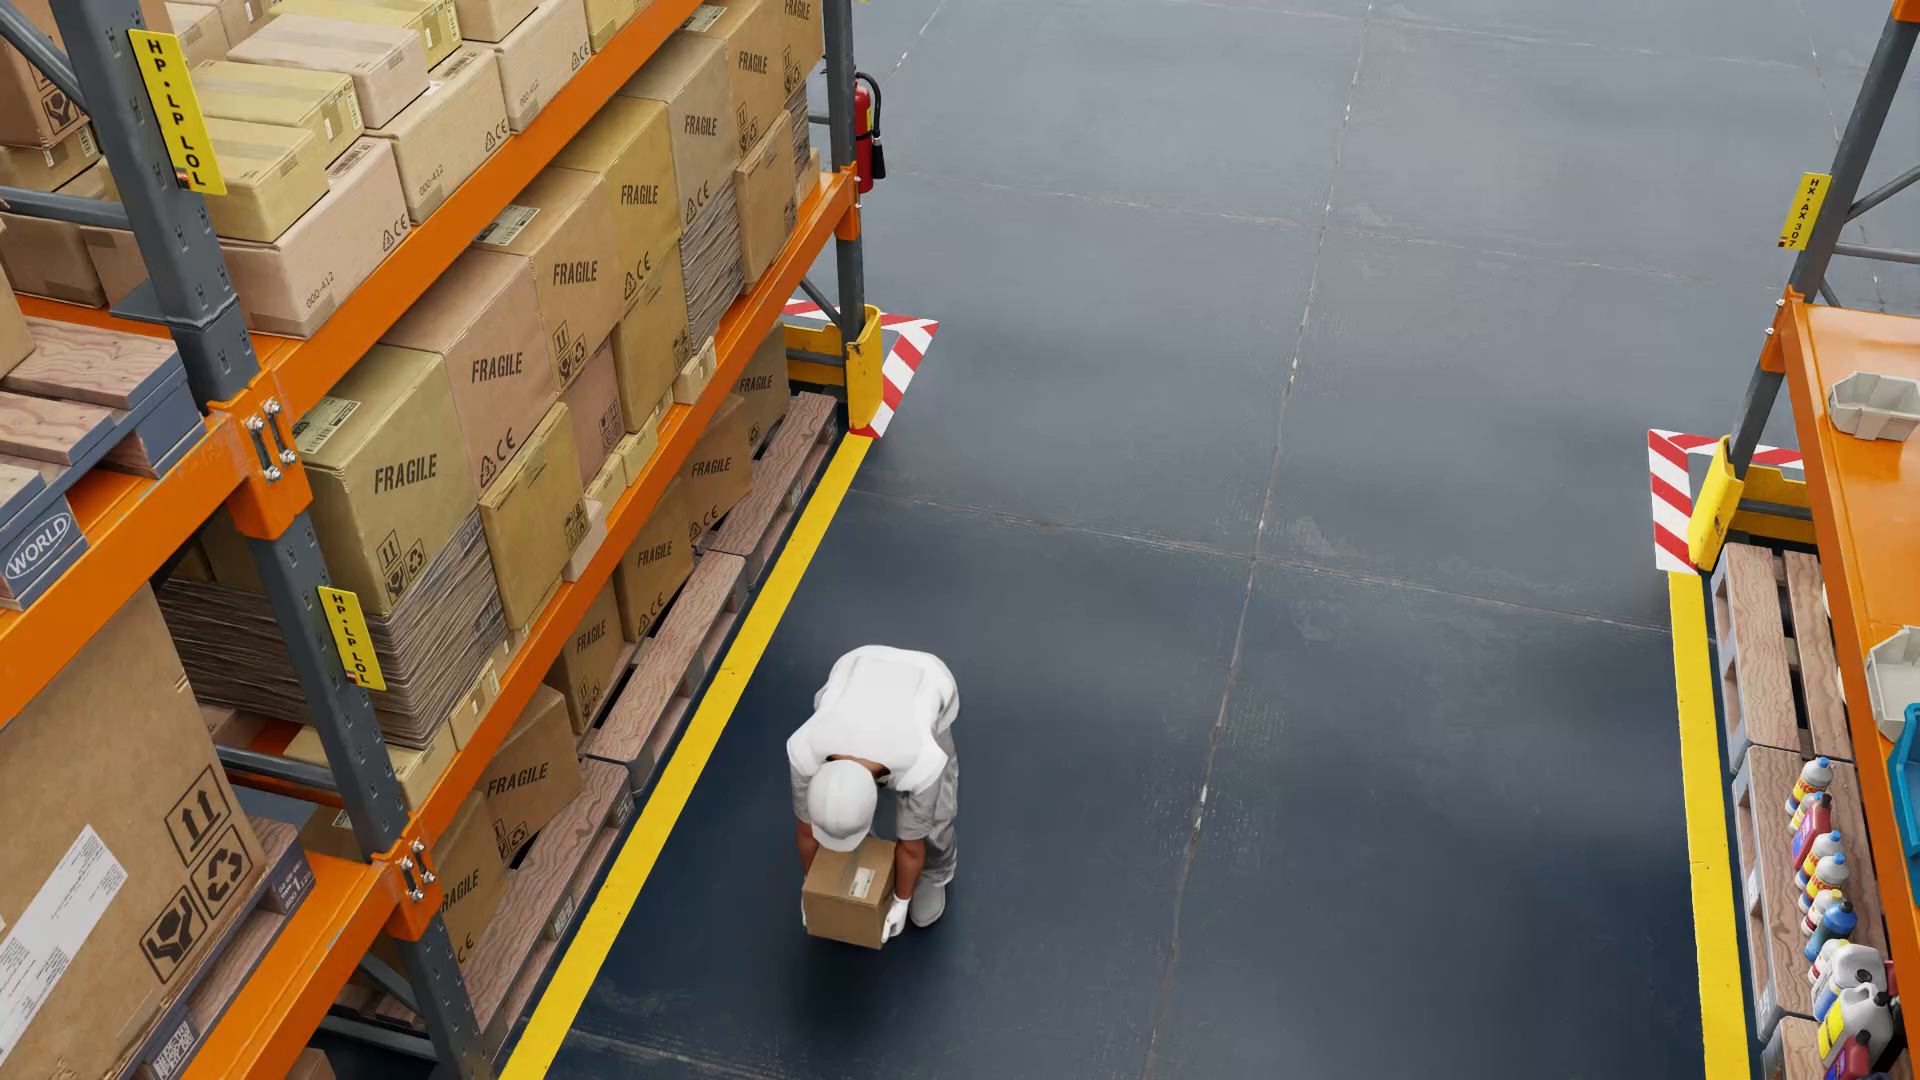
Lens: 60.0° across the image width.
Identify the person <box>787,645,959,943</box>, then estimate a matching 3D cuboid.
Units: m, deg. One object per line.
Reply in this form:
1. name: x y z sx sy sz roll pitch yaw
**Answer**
1. person: -0.269 0.915 5.492 0.504 1.239 0.953 8 41 10
